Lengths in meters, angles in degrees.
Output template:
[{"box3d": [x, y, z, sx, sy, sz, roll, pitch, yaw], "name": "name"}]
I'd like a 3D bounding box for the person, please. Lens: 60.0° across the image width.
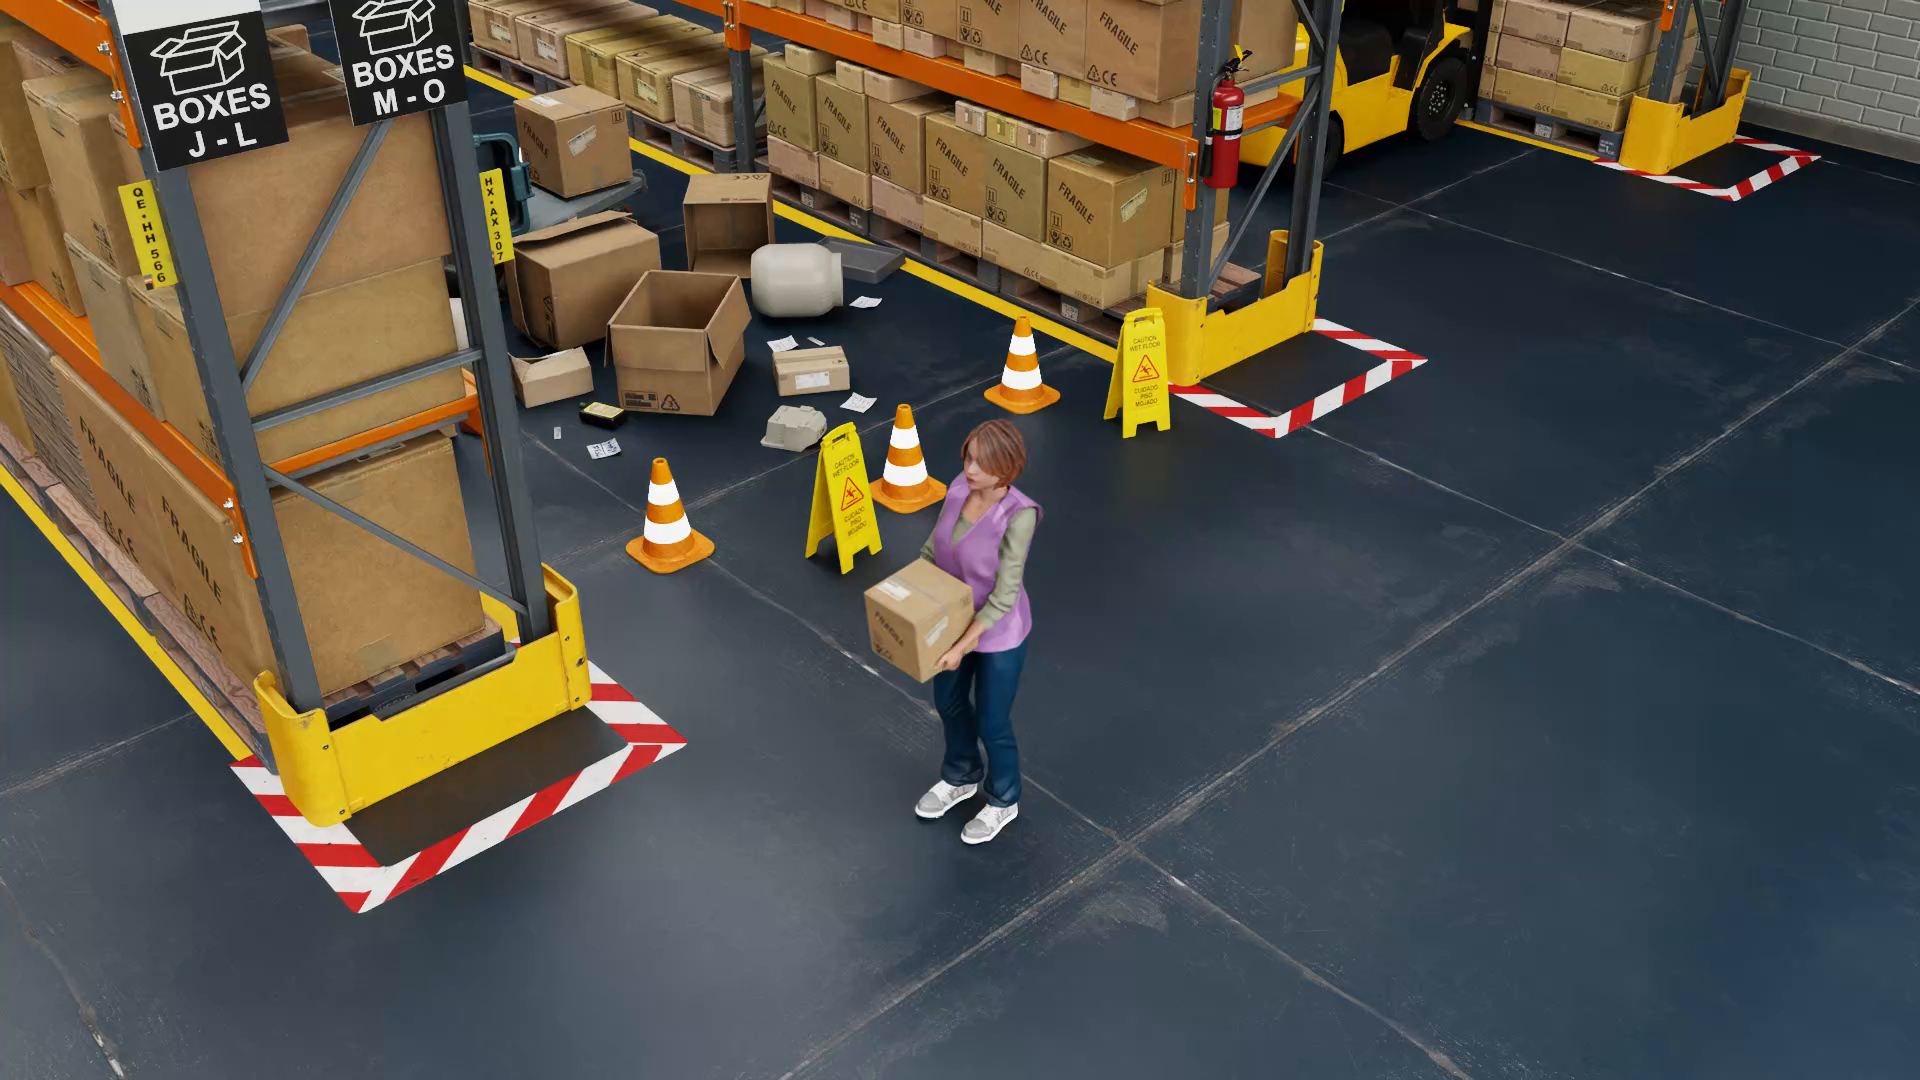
[{"box3d": [0.069, 0.378, 5.697, 0.323, 1.303, 0.419, -26, 41, -35], "name": "person"}]
